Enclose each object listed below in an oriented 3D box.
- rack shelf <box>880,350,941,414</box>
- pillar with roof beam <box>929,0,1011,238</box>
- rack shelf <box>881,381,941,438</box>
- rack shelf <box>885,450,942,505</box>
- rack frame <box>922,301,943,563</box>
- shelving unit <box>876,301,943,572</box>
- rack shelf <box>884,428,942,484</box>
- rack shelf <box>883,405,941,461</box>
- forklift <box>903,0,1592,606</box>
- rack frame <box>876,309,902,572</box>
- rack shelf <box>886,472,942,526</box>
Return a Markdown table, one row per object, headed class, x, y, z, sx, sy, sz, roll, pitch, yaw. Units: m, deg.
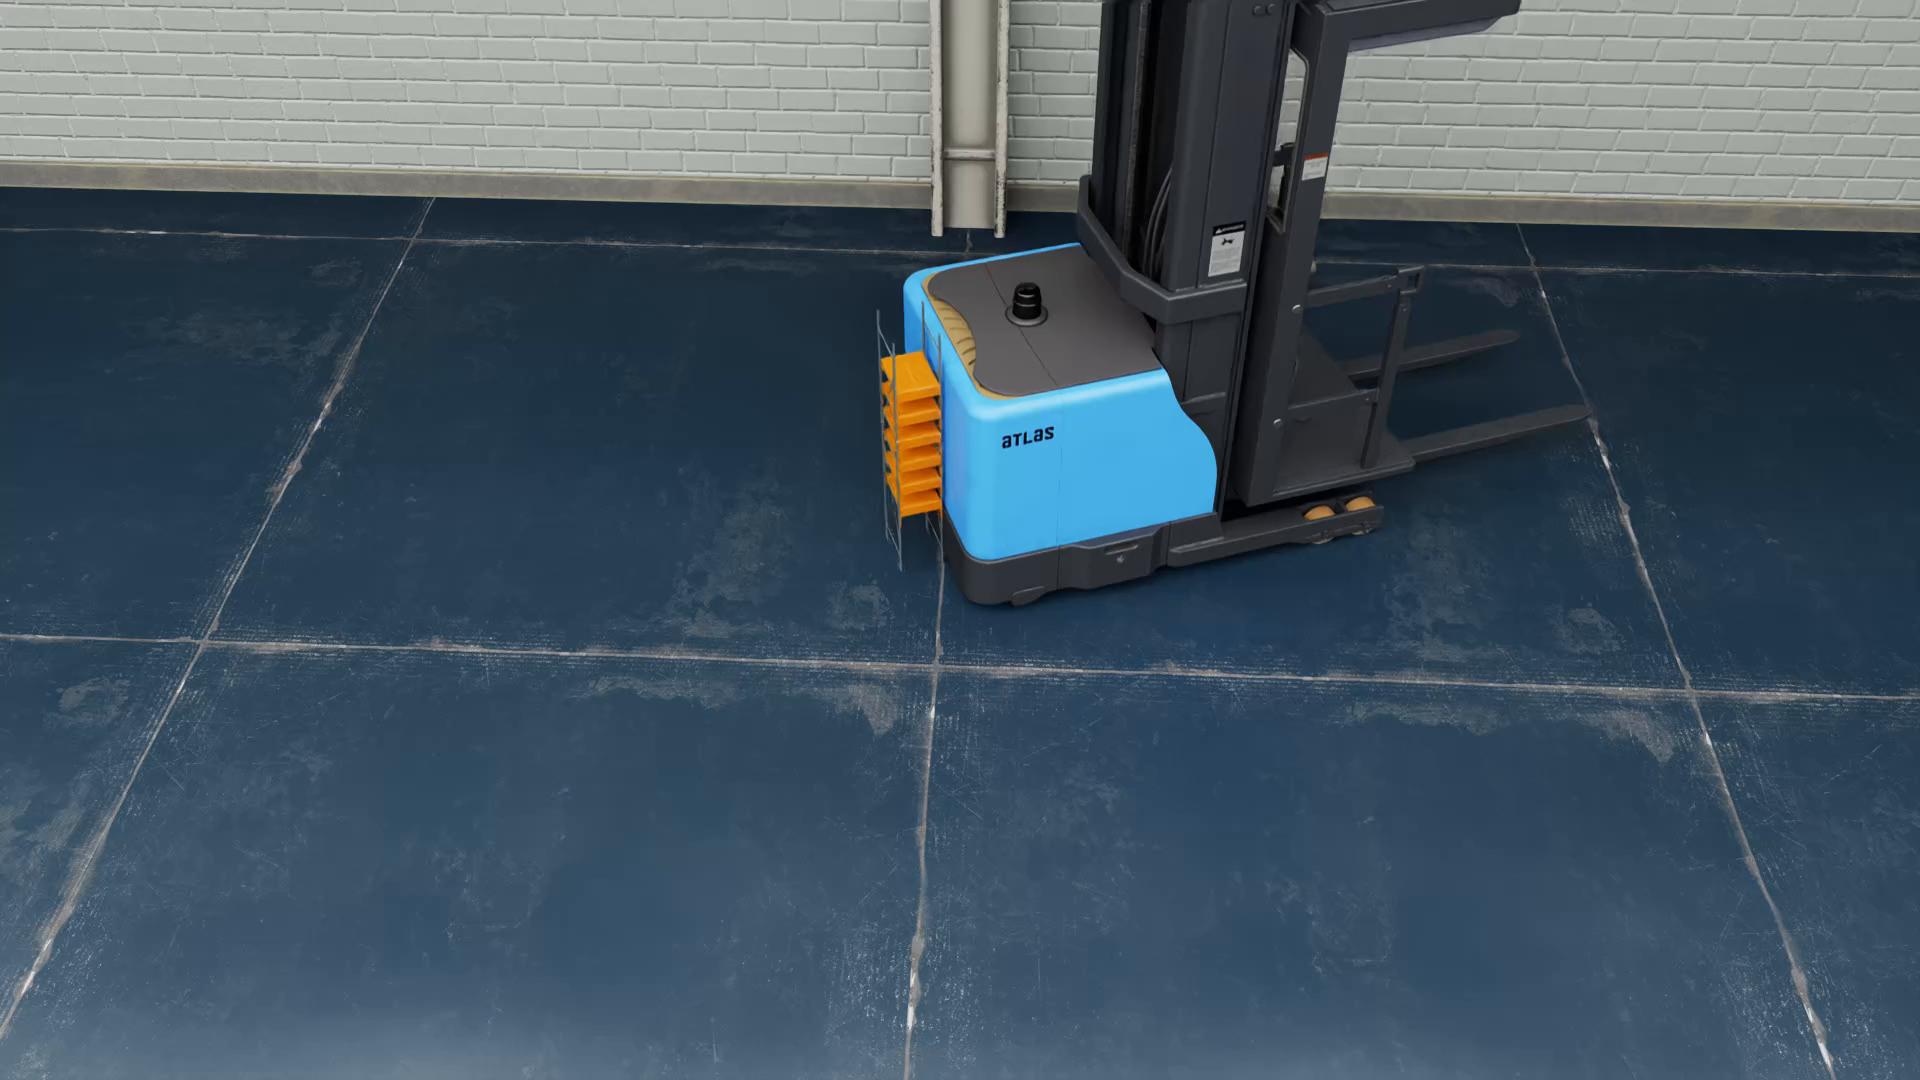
| class | x | y | z | sx | sy | sz | roll | pitch | yaw |
| --- | --- | --- | --- | --- | --- | --- | --- | --- | --- |
| rack shelf | -0.198 | -0.629 | 6.582 | 0.180 | 0.103 | 0.258 | -12 | 44 | -13 |
| pillar with roof beam | -0.141 | -2.110 | 2.913 | 0.400 | 9.000 | 9.100 | 2 | 43 | 2 |
| rack shelf | -0.198 | -0.541 | 6.664 | 0.180 | 0.103 | 0.258 | -12 | 44 | -13 |
| rack shelf | -0.198 | -0.278 | 6.909 | 0.180 | 0.103 | 0.258 | -12 | 44 | -13 |
| rack frame | -0.111 | -0.417 | 6.818 | 0.006 | 1.200 | 0.240 | -12 | 44 | -13 |
| shelving unit | -0.198 | -0.398 | 6.797 | 0.189 | 1.200 | 0.258 | -12 | 44 | -13 |
| rack shelf | -0.198 | -0.366 | 6.827 | 0.180 | 0.103 | 0.258 | -12 | 44 | -13 |
| rack shelf | -0.198 | -0.453 | 6.746 | 0.180 | 0.103 | 0.258 | -12 | 44 | -13 |
| forklift | 1.328 | -1.387 | 6.589 | 3.031 | 2.935 | 1.130 | -12 | 44 | -13 |
| rack frame | -0.286 | -0.379 | 6.777 | 0.006 | 1.200 | 0.240 | -12 | 44 | -13 |
| rack shelf | -0.198 | -0.190 | 6.991 | 0.180 | 0.103 | 0.258 | -12 | 44 | -13 |
